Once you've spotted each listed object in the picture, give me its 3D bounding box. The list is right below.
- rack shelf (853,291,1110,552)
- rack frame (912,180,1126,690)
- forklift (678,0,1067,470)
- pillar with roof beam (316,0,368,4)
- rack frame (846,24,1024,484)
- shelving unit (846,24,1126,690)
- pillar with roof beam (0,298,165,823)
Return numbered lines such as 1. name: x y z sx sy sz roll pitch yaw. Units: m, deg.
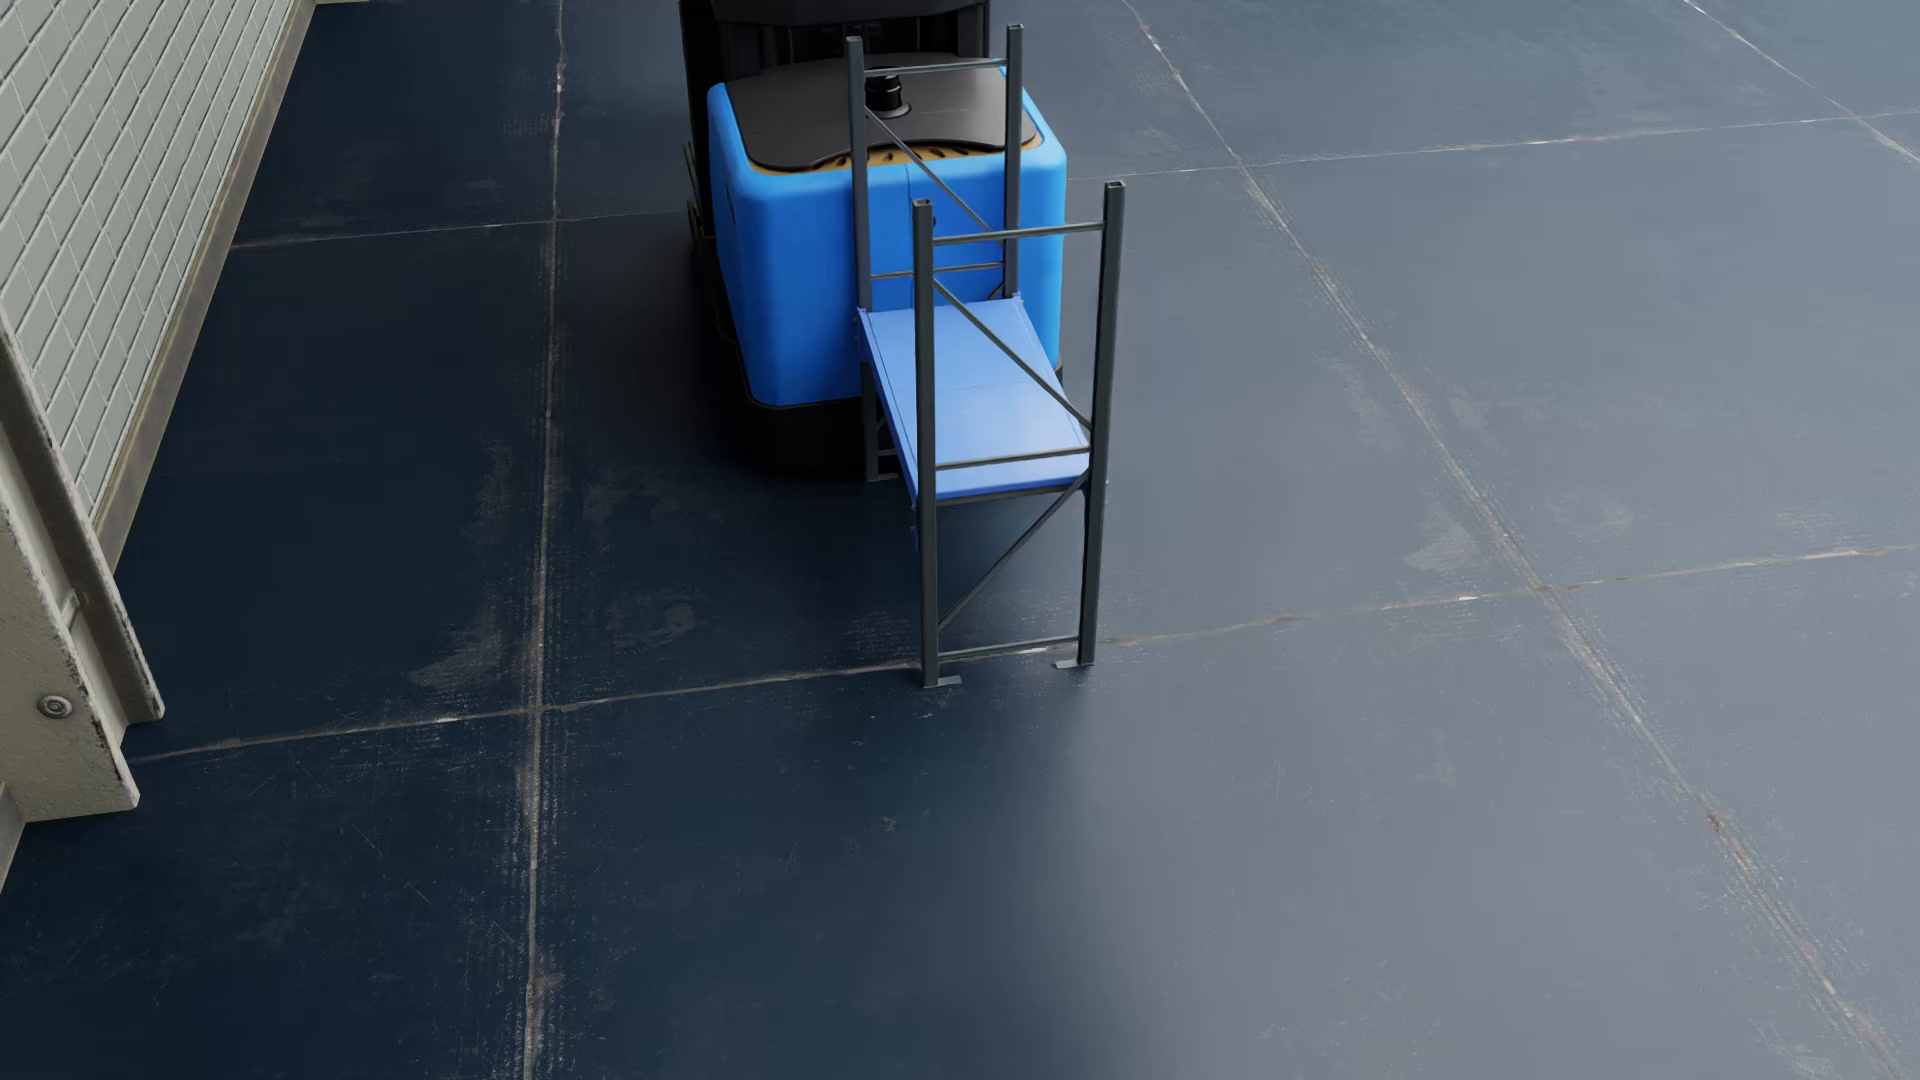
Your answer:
1. rack shelf: 0.035 -0.372 4.799 0.538 0.185 1.000 -7 38 -9
2. rack frame: 0.139 -0.209 4.296 0.500 1.500 0.032 -7 38 -9
3. forklift: -0.491 -2.293 5.812 1.130 2.935 3.031 -8 39 -10
4. pillar with roof beam: 0.845 -7.042 6.979 9.100 9.000 0.400 -6 38 -8
5. rack frame: -0.068 -0.819 5.082 0.500 1.500 0.032 -7 38 -9
6. shelving unit: 0.035 -0.514 4.689 0.538 1.500 1.048 -7 38 -9
7. pillar with roof beam: 1.897 -3.418 2.314 9.100 9.000 0.400 -6 38 -8
